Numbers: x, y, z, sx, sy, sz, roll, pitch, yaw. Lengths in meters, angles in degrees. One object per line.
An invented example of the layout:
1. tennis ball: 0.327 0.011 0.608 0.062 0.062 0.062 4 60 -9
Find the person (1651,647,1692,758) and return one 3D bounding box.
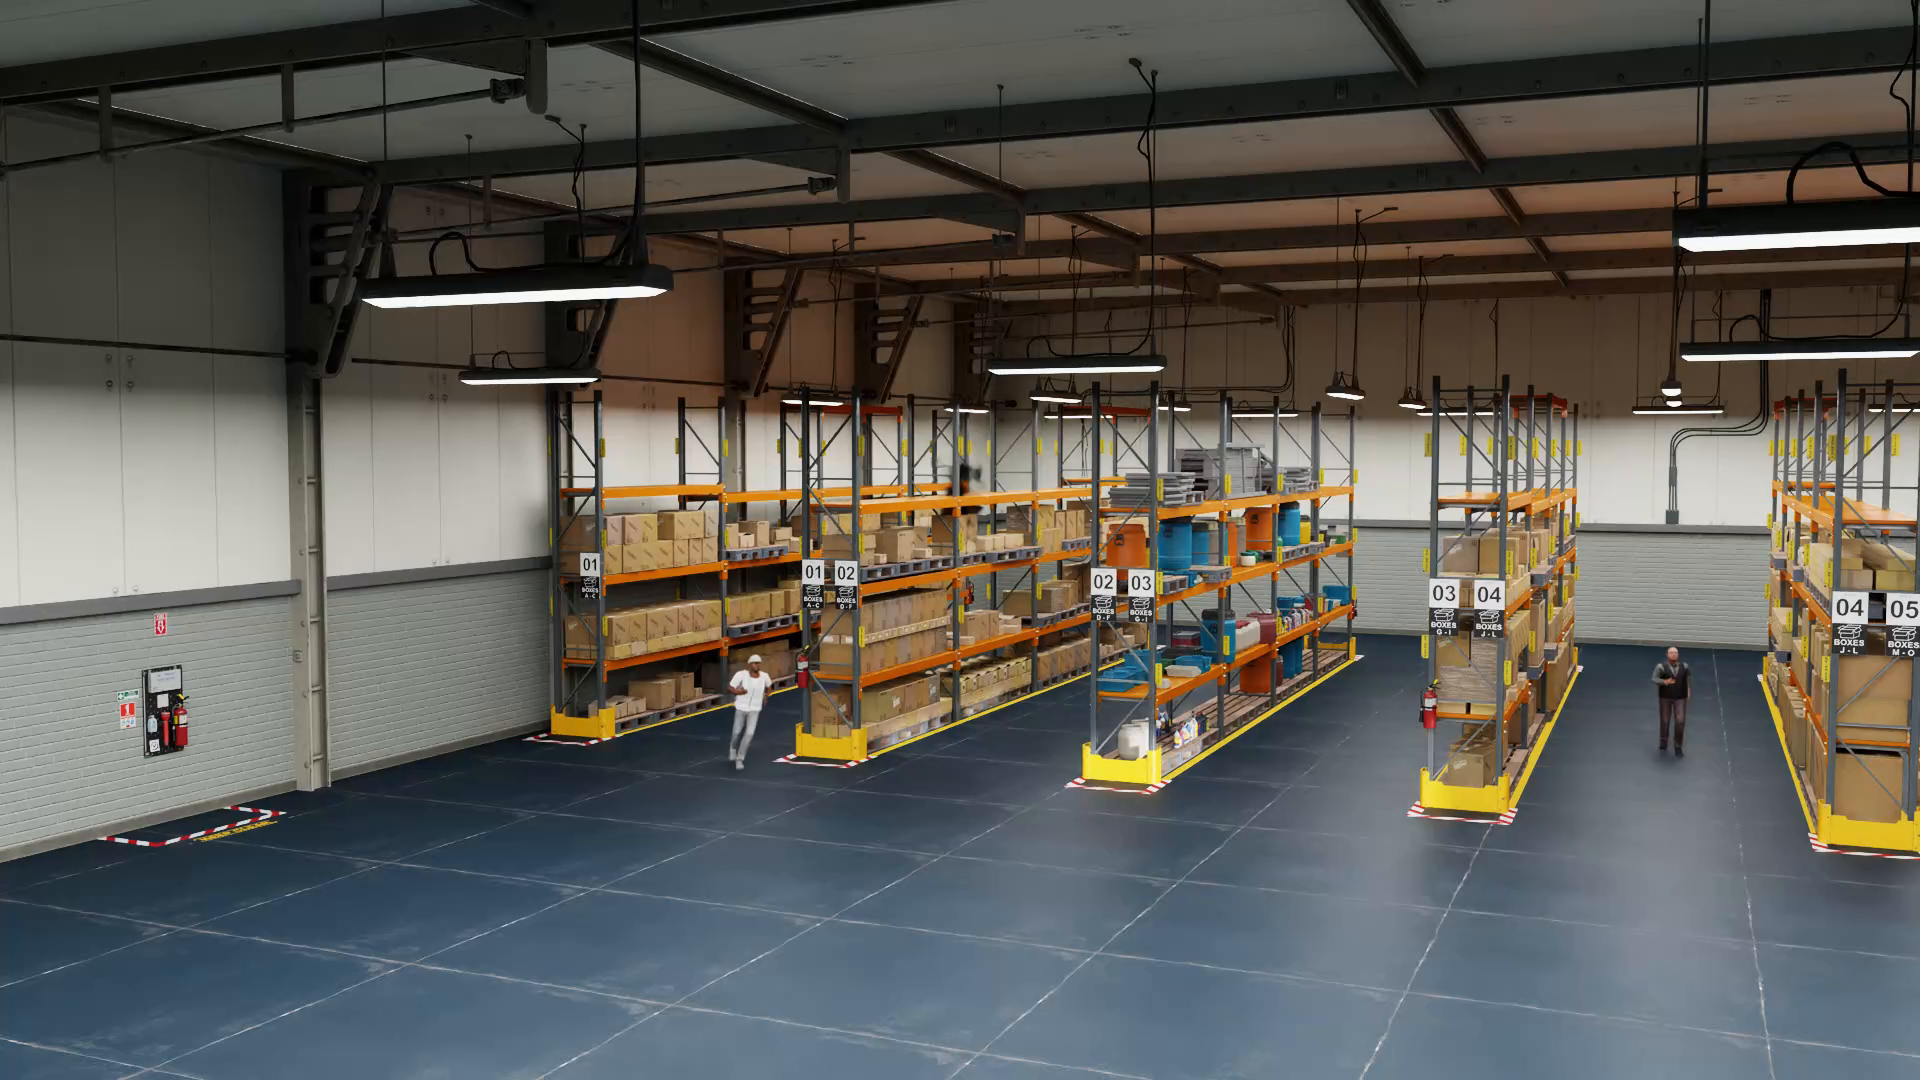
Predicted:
1. person: 11.623 2.641 27.165 0.645 1.793 0.808 1 3 17

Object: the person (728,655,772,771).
1. person: -3.302 2.682 26.195 0.704 1.761 0.845 -1 3 -11
